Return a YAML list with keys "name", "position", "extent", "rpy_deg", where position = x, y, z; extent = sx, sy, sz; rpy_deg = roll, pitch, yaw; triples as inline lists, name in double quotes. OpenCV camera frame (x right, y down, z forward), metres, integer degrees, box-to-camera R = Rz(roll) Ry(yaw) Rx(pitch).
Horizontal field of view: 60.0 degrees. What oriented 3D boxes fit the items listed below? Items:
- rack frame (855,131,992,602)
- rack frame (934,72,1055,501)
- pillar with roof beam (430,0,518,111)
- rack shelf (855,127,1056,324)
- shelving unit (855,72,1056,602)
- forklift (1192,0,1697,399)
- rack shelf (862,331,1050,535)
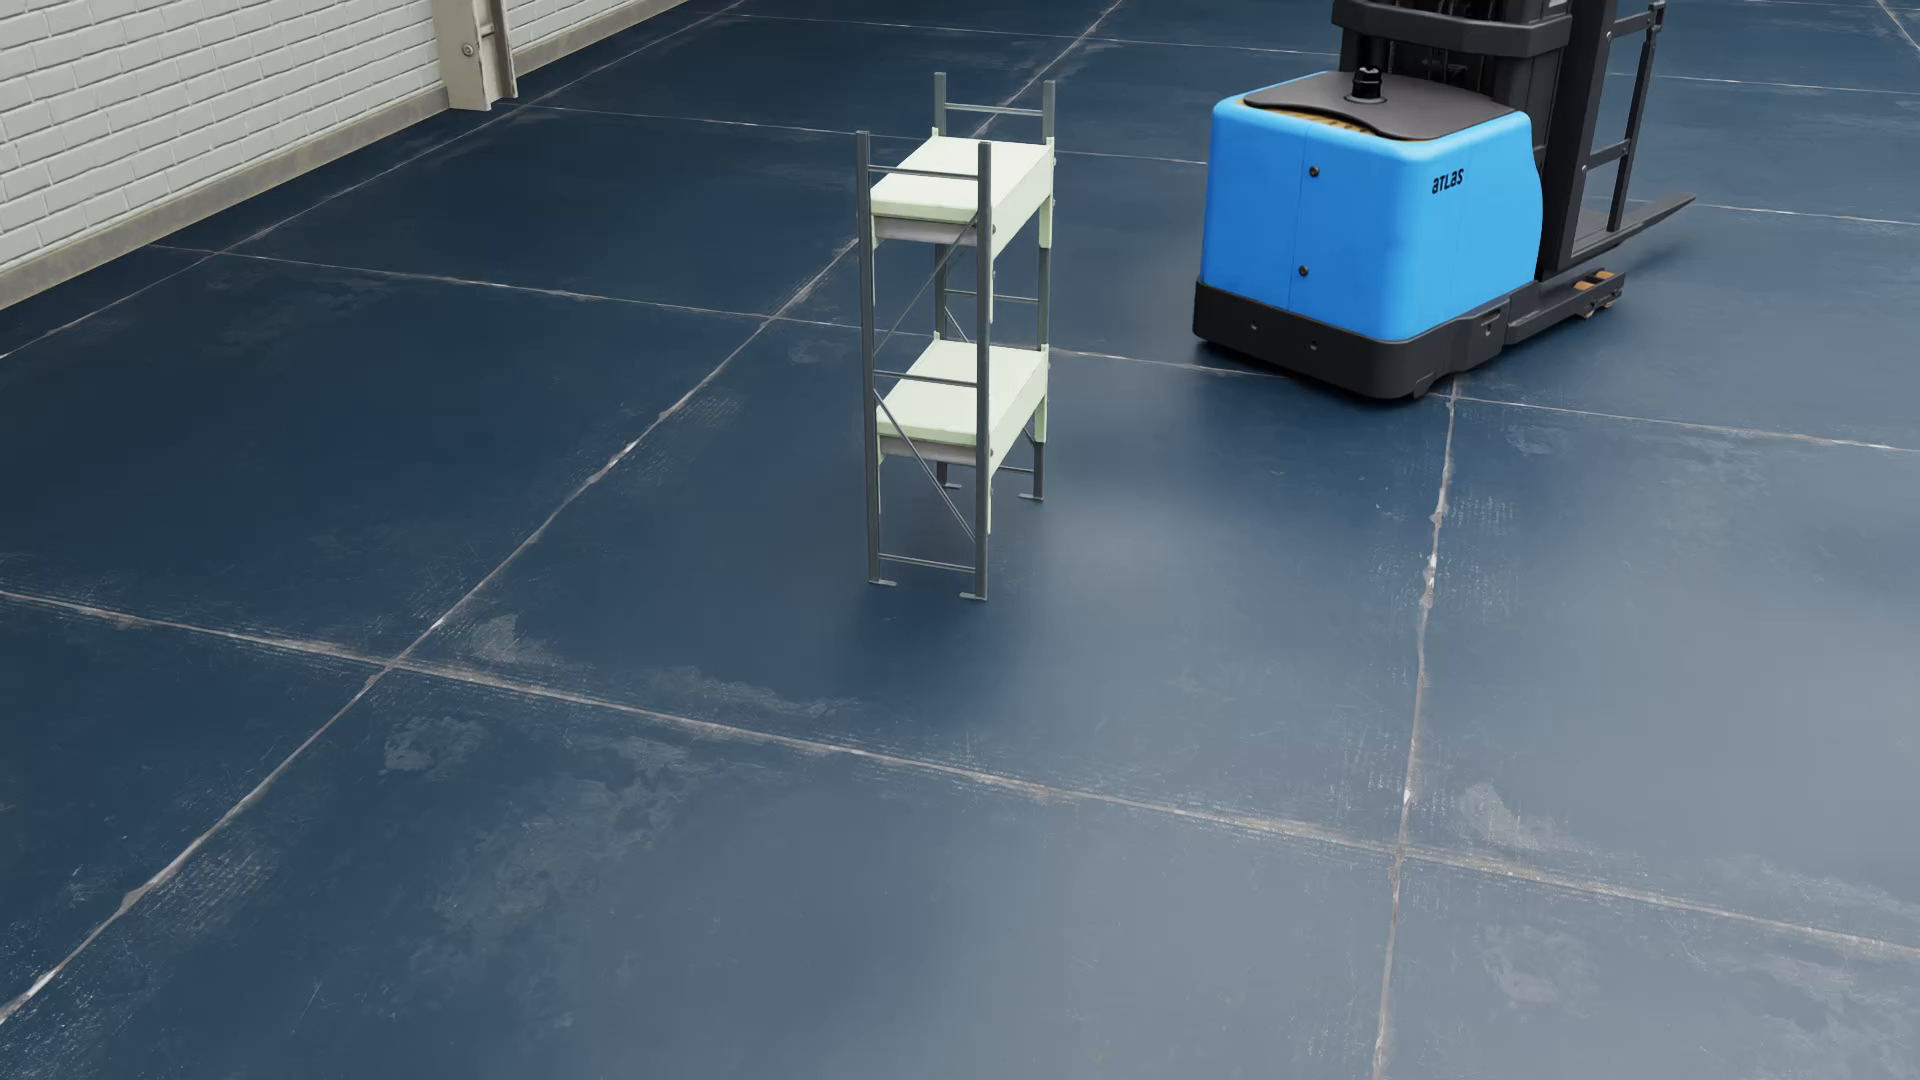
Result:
- name: "rack frame"
  position: [-0.105, -0.488, 5.085]
  extent: [0.400, 1.500, 0.023]
  rpy_deg: [8, 30, 15]
- name: "rack frame"
  position: [0.109, -0.829, 5.697]
  extent: [0.400, 1.500, 0.023]
  rpy_deg: [8, 30, 15]
- name: "pillar with roof beam"
  position: [0.977, -6.198, 7.635]
  extent: [9.100, 9.000, 0.400]
  rpy_deg: [8, 30, 15]
- name: "rack shelf"
  position: [0.002, -1.000, 5.201]
  extent: [0.431, 0.370, 0.720]
  rpy_deg: [8, 30, 15]
- name: "shelving unit"
  position: [0.002, -0.659, 5.391]
  extent: [0.431, 1.500, 0.755]
  rpy_deg: [8, 30, 15]
- name: "forklift"
  position: [2.423, -2.450, 7.139]
  extent: [3.031, 2.935, 1.130]
  rpy_deg: [-25, 38, -37]
- name: "rack shelf"
  position: [0.002, -0.374, 5.549]
  extent: [0.431, 0.370, 0.720]
  rpy_deg: [8, 30, 15]
